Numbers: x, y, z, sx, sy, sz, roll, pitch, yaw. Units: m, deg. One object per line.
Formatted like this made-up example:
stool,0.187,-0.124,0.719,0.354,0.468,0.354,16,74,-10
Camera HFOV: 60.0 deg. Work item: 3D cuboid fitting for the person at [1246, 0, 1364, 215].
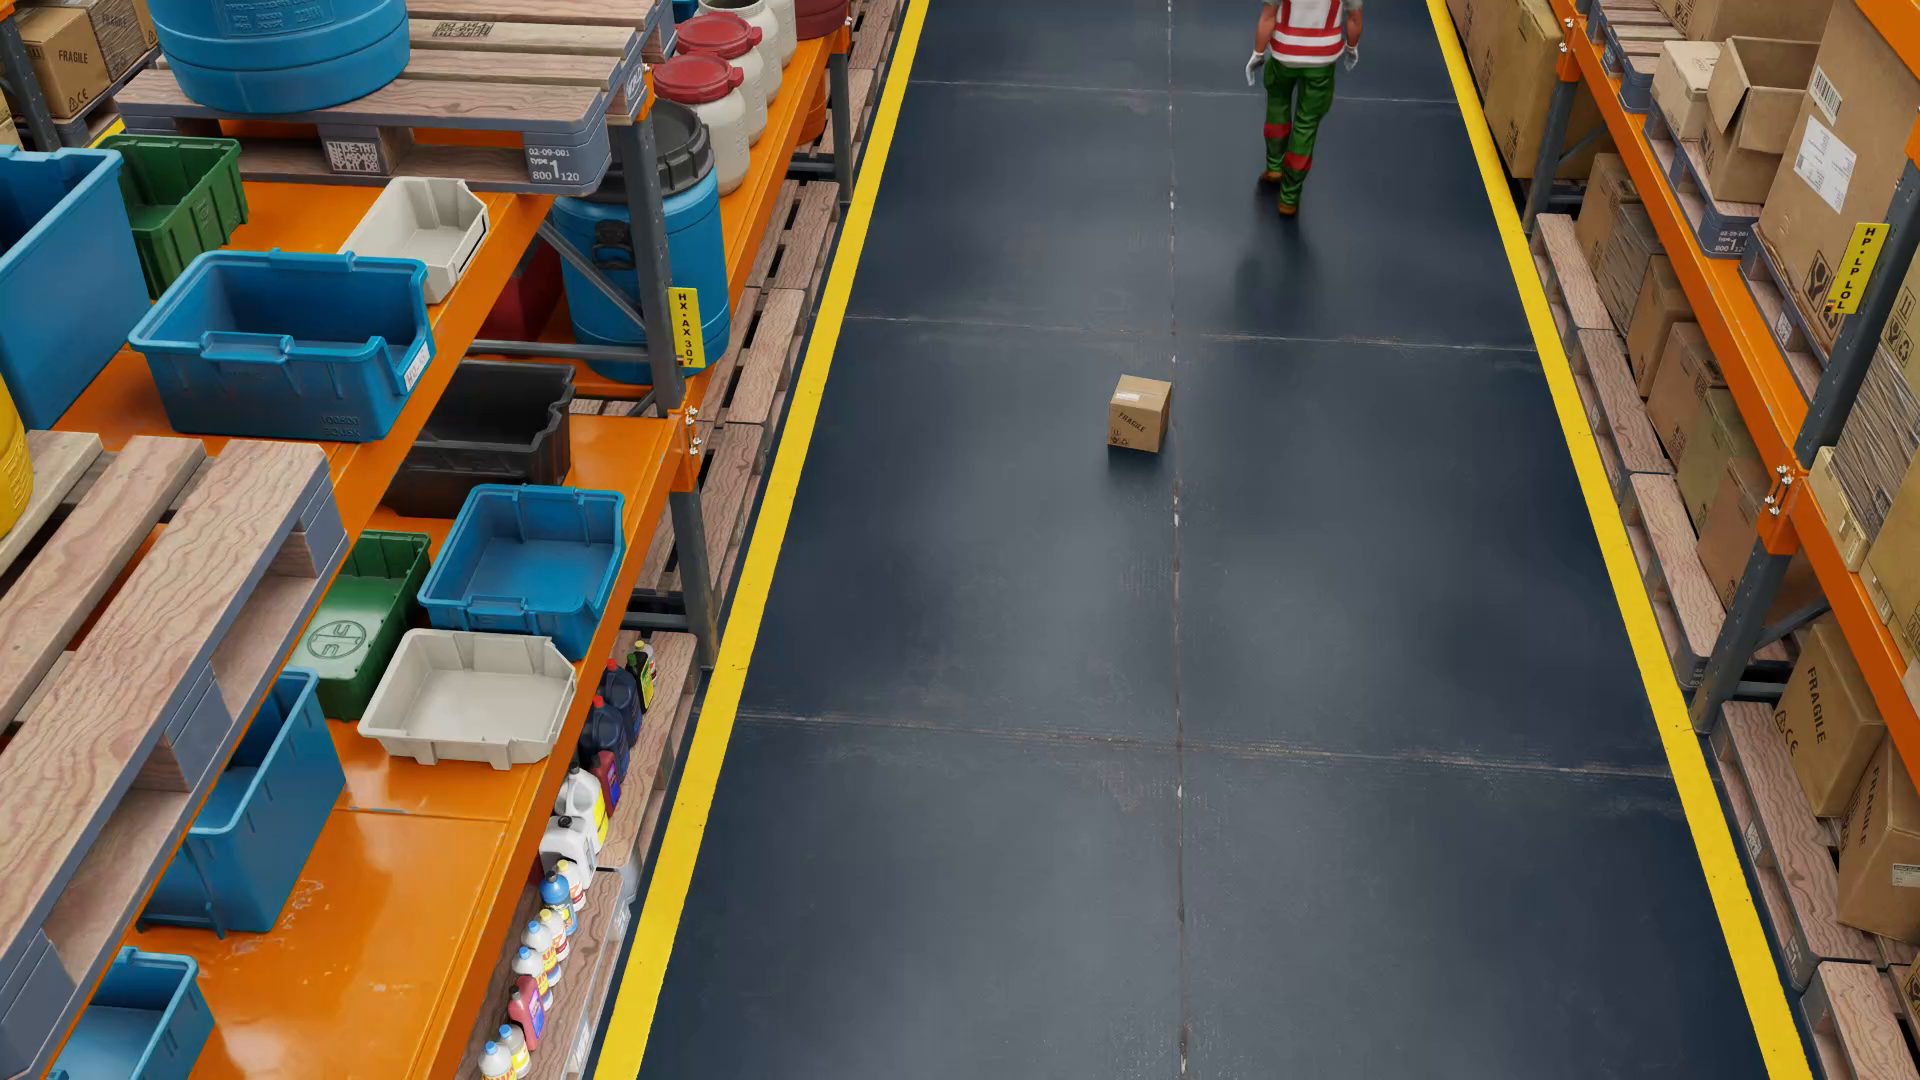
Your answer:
person,1.950,-2.739,9.442,0.601,1.839,0.571,10,41,12
